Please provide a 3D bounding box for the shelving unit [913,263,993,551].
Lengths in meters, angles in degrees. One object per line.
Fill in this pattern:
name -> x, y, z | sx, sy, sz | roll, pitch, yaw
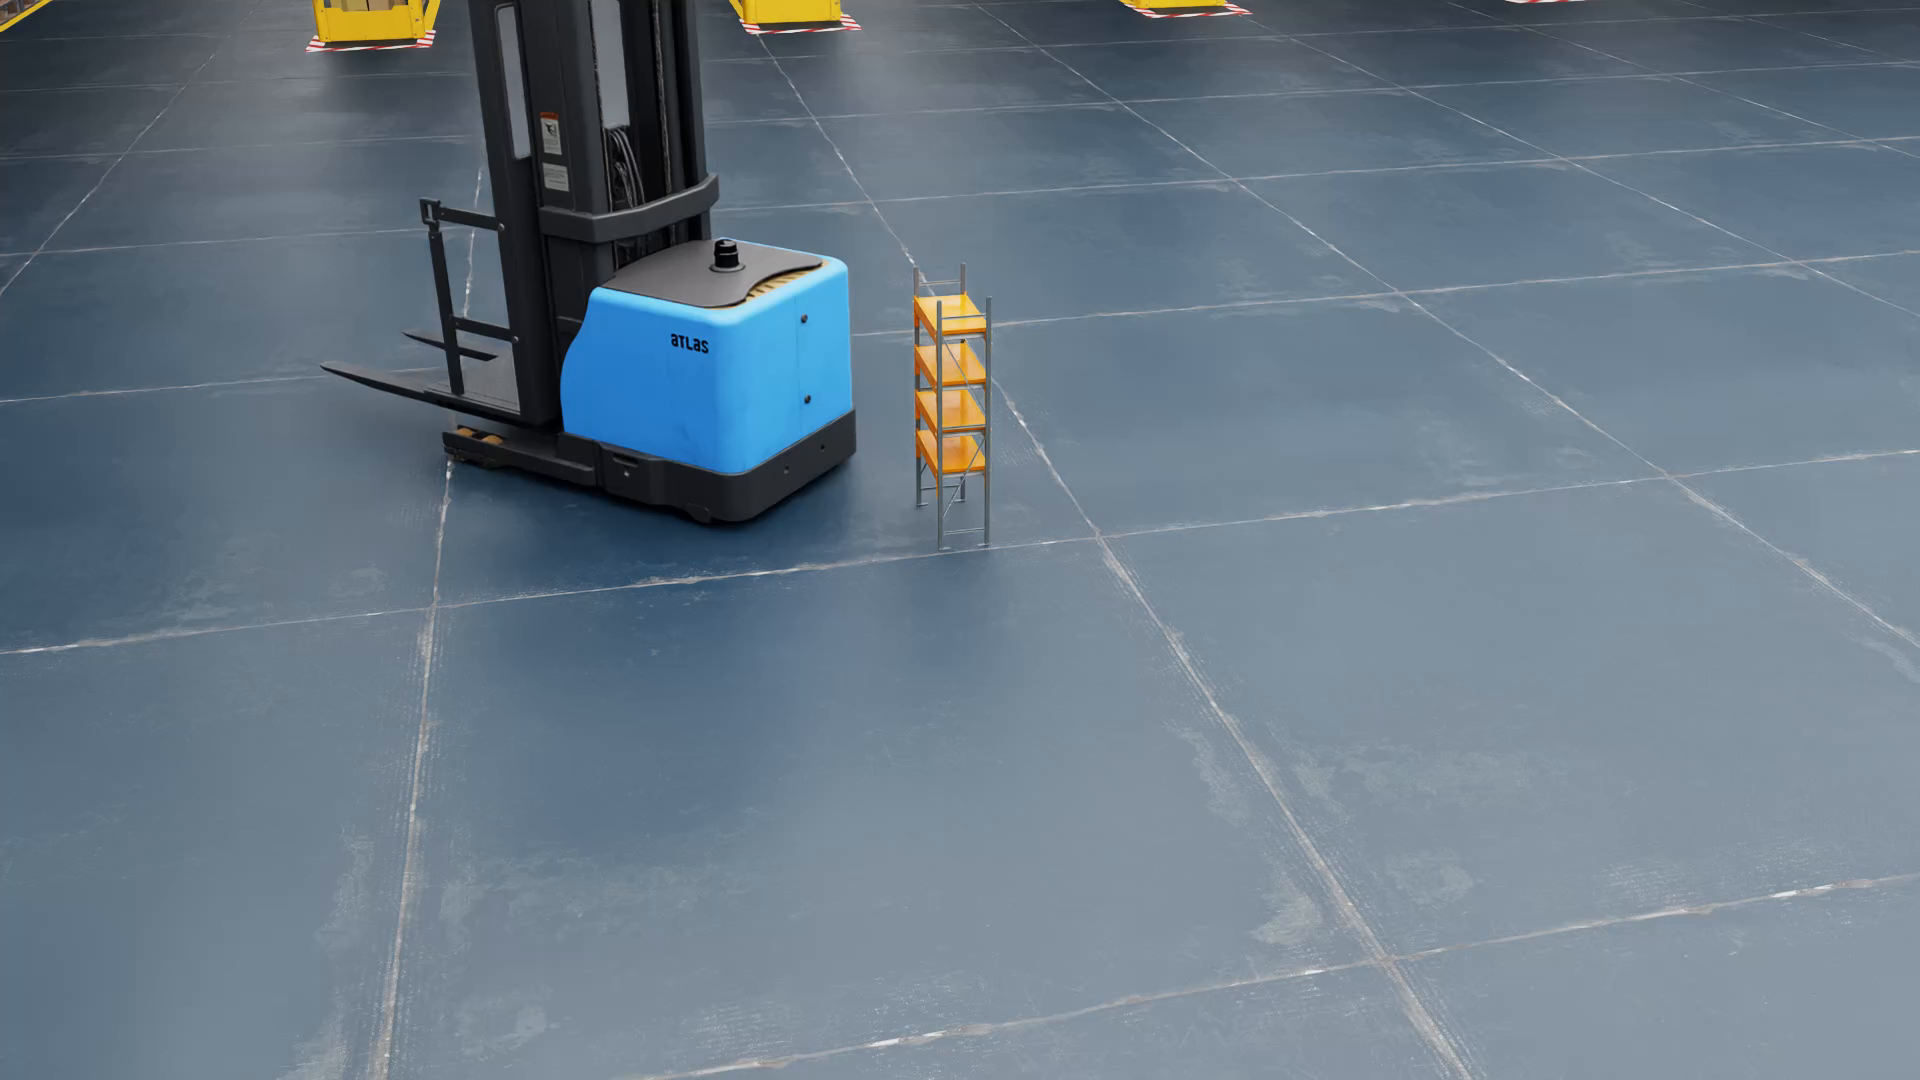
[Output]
shelving unit -> -0.037, -0.608, 7.624 | 0.258, 1.200, 0.503 | -6, 27, -12

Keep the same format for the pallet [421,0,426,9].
pallet -> -7.308, -6.810, 21.008 | 1.003, 0.211, 1.213 | -6, 27, -12

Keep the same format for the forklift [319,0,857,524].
forklift -> -2.061, -1.860, 8.182 | 3.031, 2.935, 1.130 | 15, 30, 27

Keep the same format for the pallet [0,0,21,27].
pallet -> -12.086, -6.367, 20.131 | 1.003, 0.211, 1.213 | -6, 27, -12

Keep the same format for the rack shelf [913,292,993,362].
rack shelf -> -0.037, -0.959, 7.447 | 0.258, 0.148, 0.480 | -6, 27, -12

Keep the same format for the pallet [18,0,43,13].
pallet -> -12.365, -6.904, 21.194 | 1.003, 0.211, 1.213 | -6, 27, -12

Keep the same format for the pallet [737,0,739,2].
pallet -> -2.509, -7.366, 22.109 | 1.003, 0.211, 1.213 | -6, 27, -12

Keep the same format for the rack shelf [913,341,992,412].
rack shelf -> -0.037, -0.748, 7.553 | 0.258, 0.148, 0.480 | -6, 27, -12

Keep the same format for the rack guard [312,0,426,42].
rack guard -> -6.818, -6.062, 19.206 | 1.175, 0.500, 0.348 | -6, 27, -12

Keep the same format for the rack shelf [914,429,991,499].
rack shelf -> -0.037, -0.371, 7.743 | 0.258, 0.148, 0.480 | -6, 27, -12

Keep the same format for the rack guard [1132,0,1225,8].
rack guard -> 2.812, -7.111, 21.283 | 1.175, 0.500, 0.348 | -6, 27, -12

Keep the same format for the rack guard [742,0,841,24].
rack guard -> -2.060, -6.603, 20.277 | 1.175, 0.500, 0.348 | -6, 27, -12

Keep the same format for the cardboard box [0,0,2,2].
cardboard box -> -11.962, -6.655, 19.892 | 0.700, 0.500, 0.500 | -8, 28, -15

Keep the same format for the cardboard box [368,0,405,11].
cardboard box -> -6.728, -6.407, 19.700 | 0.500, 0.250, 0.500 | -6, 27, -12

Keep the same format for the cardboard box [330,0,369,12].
cardboard box -> -7.232, -6.354, 19.596 | 0.500, 0.250, 0.500 | -6, 27, -12

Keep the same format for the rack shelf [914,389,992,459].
rack shelf -> -0.037, -0.548, 7.654 | 0.258, 0.148, 0.480 | -6, 27, -12

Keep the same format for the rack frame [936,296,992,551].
rack frame -> 0.018, -0.501, 7.411 | 0.240, 1.200, 0.015 | -6, 27, -12

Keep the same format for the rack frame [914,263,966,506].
rack frame -> -0.092, -0.715, 7.836 | 0.240, 1.200, 0.015 | -6, 27, -12

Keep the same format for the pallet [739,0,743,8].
pallet -> -2.238, -6.831, 21.050 | 1.003, 0.211, 1.213 | -6, 27, -12

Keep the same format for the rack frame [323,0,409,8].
rack frame -> -6.824, -7.189, 18.664 | 1.000, 3.000, 0.127 | -6, 27, -12
